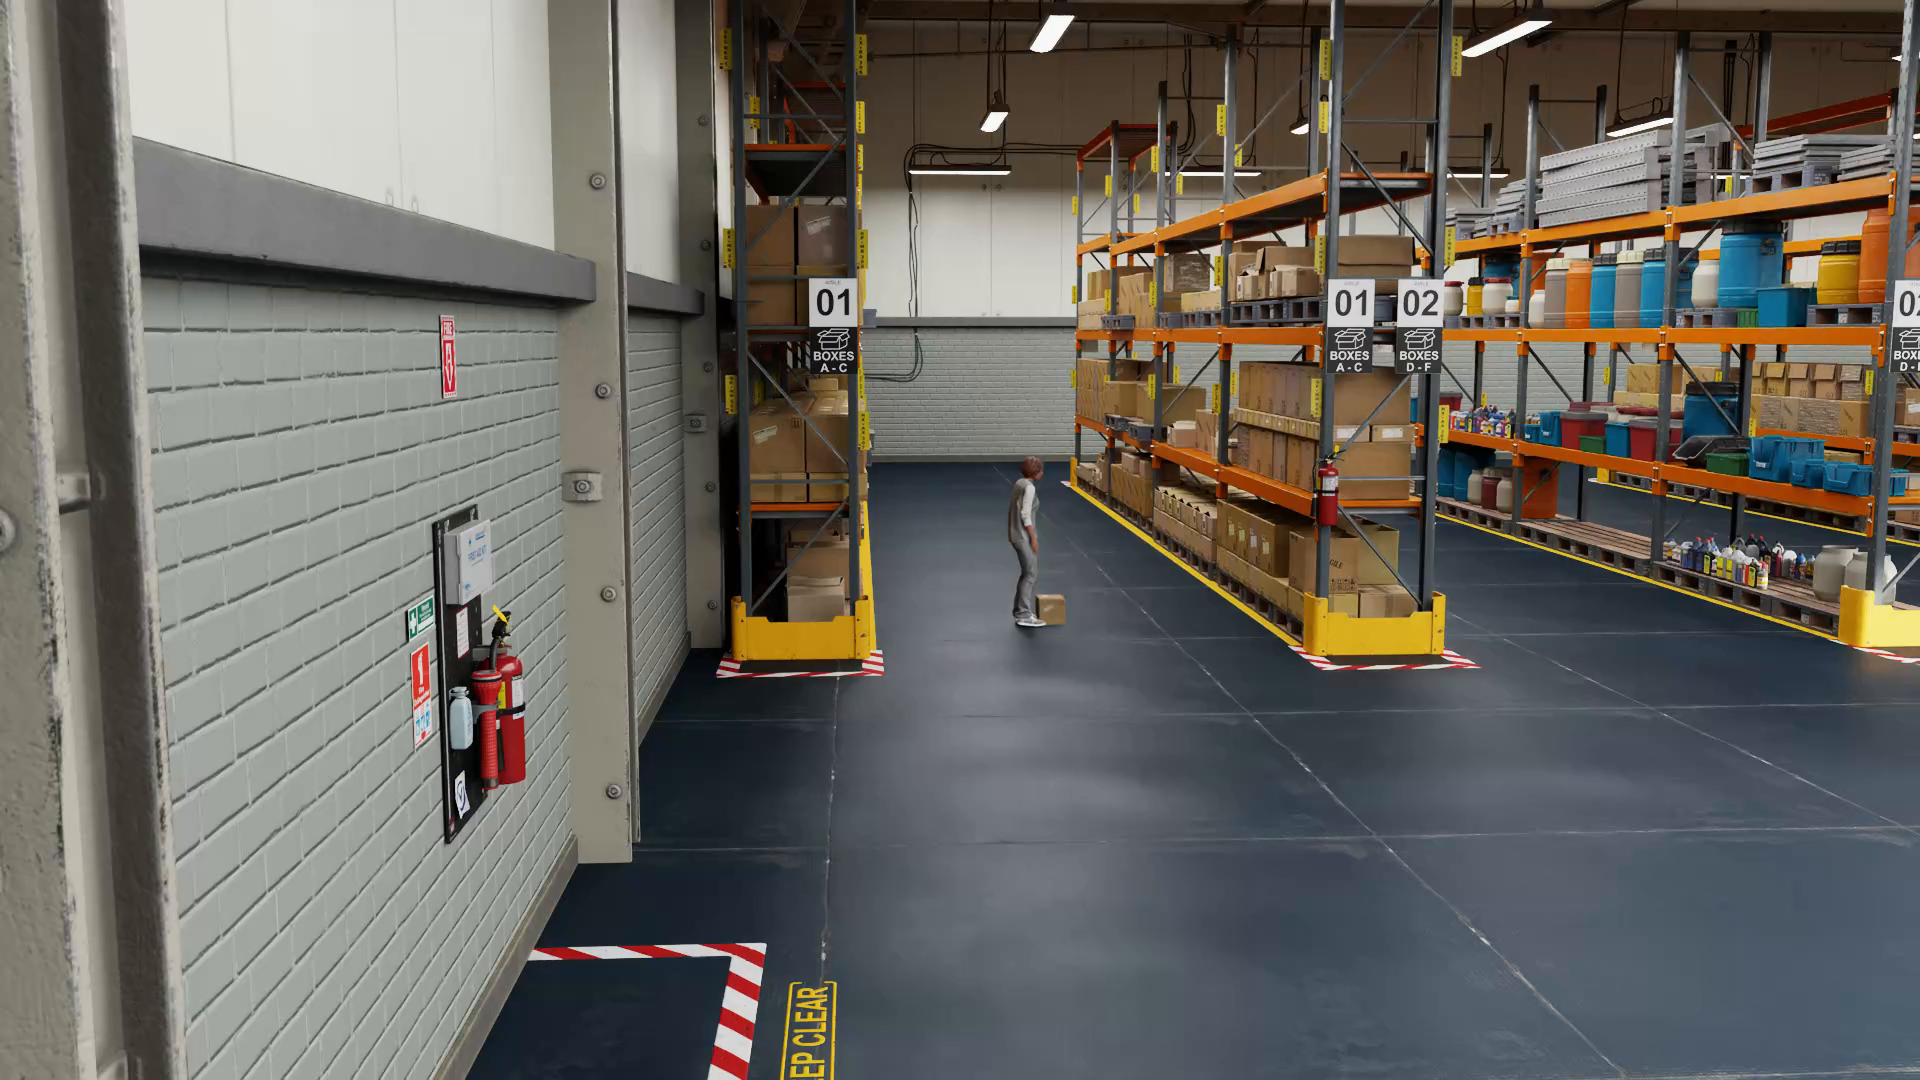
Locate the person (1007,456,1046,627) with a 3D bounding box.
[{"bbox_3d":[0.630,0.011,15.762,0.346,1.582,0.461,-1,7,-6],"label":"person"}]
